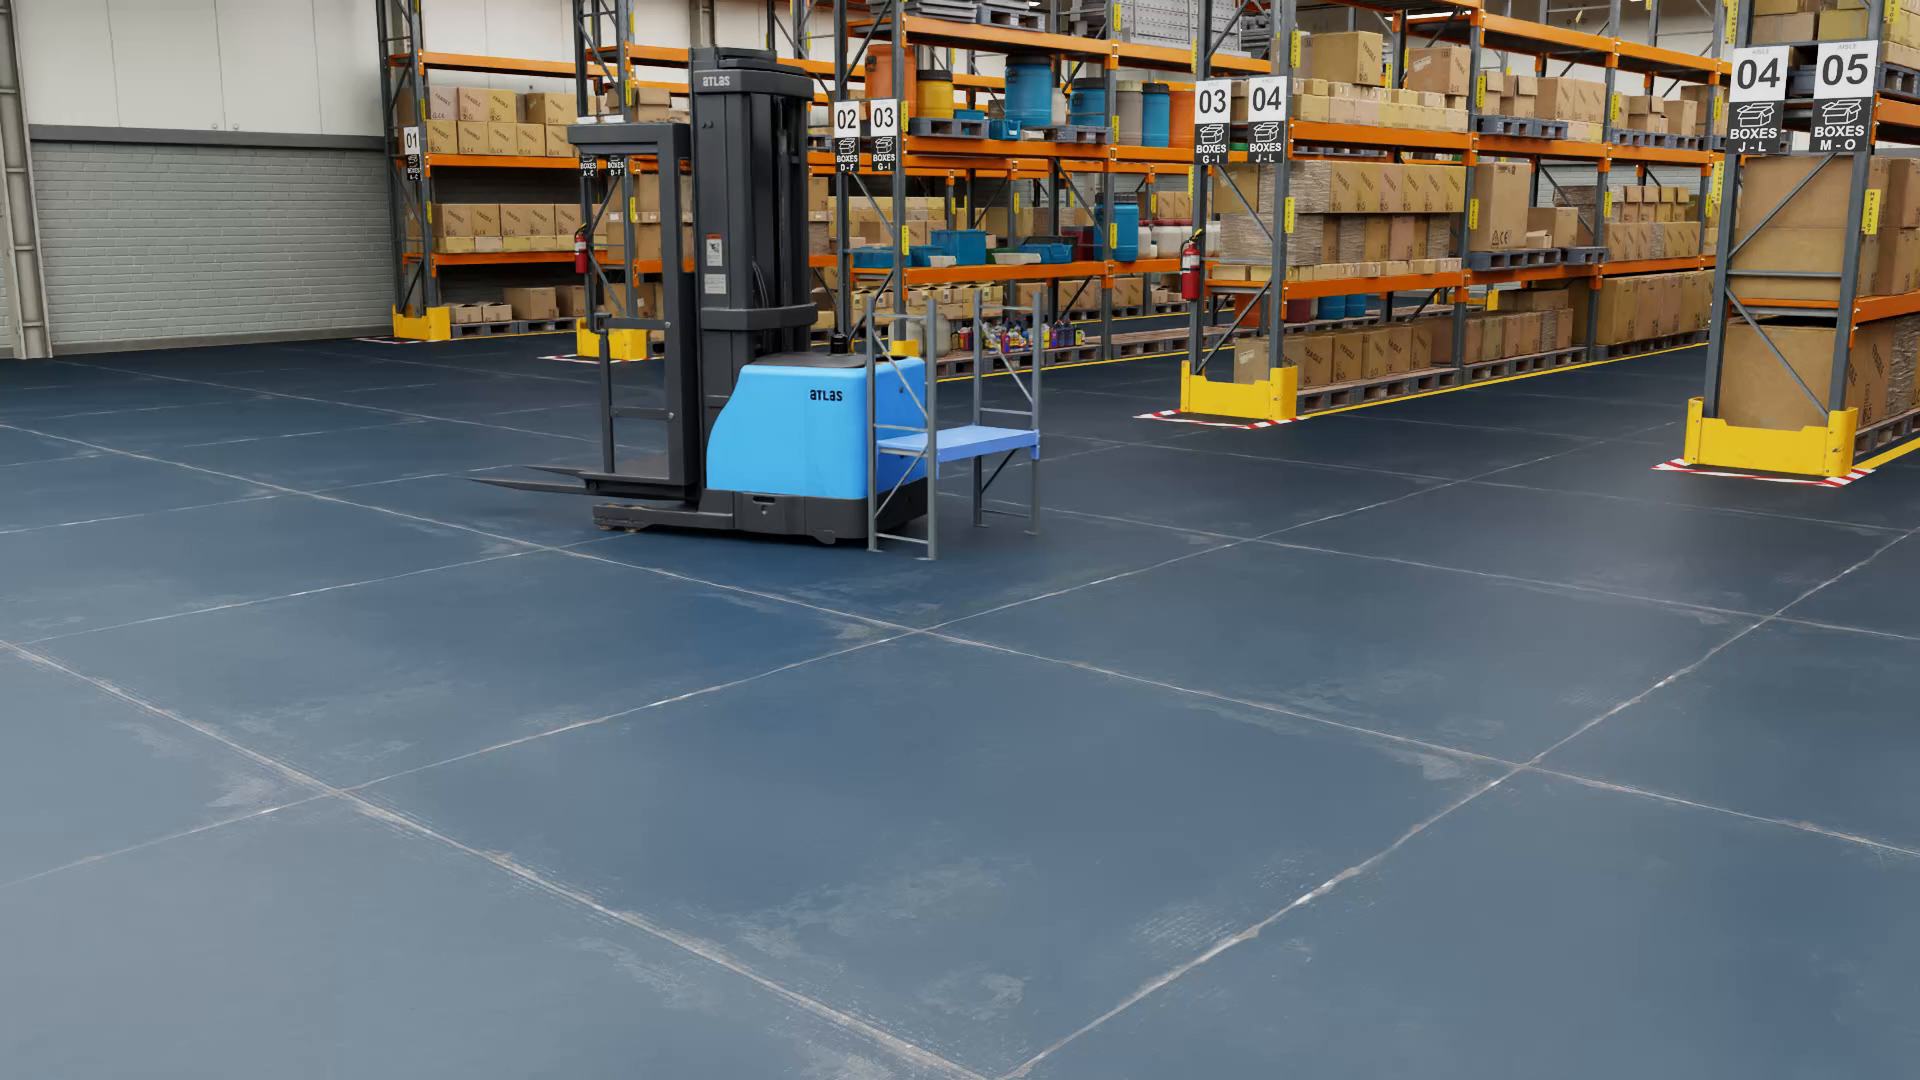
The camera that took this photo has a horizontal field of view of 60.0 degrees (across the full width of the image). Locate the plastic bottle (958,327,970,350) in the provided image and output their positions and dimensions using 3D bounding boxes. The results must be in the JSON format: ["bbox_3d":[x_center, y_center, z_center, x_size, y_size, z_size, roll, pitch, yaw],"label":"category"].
[{"bbox_3d":[0.038,-2.583,21.316,0.152,0.276,0.135,10,15,41],"label":"plastic bottle"}]

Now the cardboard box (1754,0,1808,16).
[{"bbox_3d":[6.315,-4.133,12.866,0.380,0.149,0.250,10,15,41],"label":"cardboard box"}]

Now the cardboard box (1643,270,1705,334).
[{"bbox_3d":[10.202,-3.535,24.603,1.225,0.875,0.875,10,15,41],"label":"cardboard box"}]

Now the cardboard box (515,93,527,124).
[{"bbox_3d":[-7.354,-6.965,26.907,0.500,0.500,0.500,10,15,40],"label":"cardboard box"}]

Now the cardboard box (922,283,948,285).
[{"bbox_3d":[-0.376,-4.176,27.975,0.500,0.311,0.500,9,15,39],"label":"cardboard box"}]

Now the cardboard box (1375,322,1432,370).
[{"bbox_3d":[5.035,-2.217,18.963,0.500,0.500,0.500,9,15,39],"label":"cardboard box"}]

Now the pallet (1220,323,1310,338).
[{"bbox_3d":[4.738,-3.273,26.061,1.003,0.211,1.213,10,15,40],"label":"pallet"}]

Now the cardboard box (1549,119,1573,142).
[{"bbox_3d":[7.189,-5.027,20.444,0.500,0.250,0.500,10,15,42],"label":"cardboard box"}]

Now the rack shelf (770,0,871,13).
[{"bbox_3d":[-1.873,-10.313,32.224,1.077,0.370,4.000,10,15,40],"label":"rack shelf"}]

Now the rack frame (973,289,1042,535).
[{"bbox_3d":[0.291,-0.799,10.380,0.500,1.500,0.032,9,14,37],"label":"rack frame"}]

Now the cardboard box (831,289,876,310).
[{"bbox_3d":[-1.650,-3.733,25.760,0.500,0.311,0.500,10,15,41],"label":"cardboard box"}]

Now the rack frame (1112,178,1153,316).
[{"bbox_3d":[3.171,-5.749,31.336,1.000,3.000,0.127,10,15,40],"label":"rack frame"}]

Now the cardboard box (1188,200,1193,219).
[{"bbox_3d":[4.373,-6.473,32.152,0.500,0.500,0.500,9,15,39],"label":"cardboard box"}]

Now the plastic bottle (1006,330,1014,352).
[{"bbox_3d":[0.625,-2.497,20.898,0.097,0.271,0.097,0,11,0],"label":"plastic bottle"}]

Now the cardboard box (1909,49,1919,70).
[{"bbox_3d":[7.315,-3.769,13.080,0.380,0.149,0.250,10,15,41],"label":"cardboard box"}]

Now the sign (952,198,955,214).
[{"bbox_3d":[-0.139,-6.849,34.090,0.100,0.325,0.005,10,15,40],"label":"sign"}]

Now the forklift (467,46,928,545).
[{"bbox_3d":[-1.773,-1.574,10.609,3.031,2.935,1.130,5,12,22],"label":"forklift"}]

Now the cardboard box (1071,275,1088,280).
[{"bbox_3d":[2.008,-4.920,30.529,0.500,0.250,0.500,10,15,40],"label":"cardboard box"}]

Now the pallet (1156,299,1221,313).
[{"bbox_3d":[4.430,-4.663,33.017,1.003,0.211,1.213,10,15,40],"label":"pallet"}]

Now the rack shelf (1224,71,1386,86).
[{"bbox_3d":[5.569,-7.207,26.176,1.077,0.370,4.000,10,15,40],"label":"rack shelf"}]

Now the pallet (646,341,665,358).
[{"bbox_3d":[-4.277,-2.734,23.360,1.003,0.211,1.213,10,15,40],"label":"pallet"}]

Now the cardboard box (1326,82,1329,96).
[{"bbox_3d":[3.362,-4.384,16.210,0.380,0.149,0.250,9,15,39],"label":"cardboard box"}]

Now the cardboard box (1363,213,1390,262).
[{"bbox_3d":[4.013,-3.203,17.577,0.875,0.500,0.500,10,15,40],"label":"cardboard box"}]

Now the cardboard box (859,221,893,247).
[{"bbox_3d":[-1.243,-4.809,26.377,0.500,0.500,0.500,-11,16,-43],"label":"cardboard box"}]

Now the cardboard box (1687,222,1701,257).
[{"bbox_3d":[10.506,-4.413,24.390,0.500,0.500,0.500,10,15,41],"label":"cardboard box"}]

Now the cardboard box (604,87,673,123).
[{"bbox_3d":[-4.368,-5.864,22.558,0.637,0.503,0.797,-11,16,-44],"label":"cardboard box"}]

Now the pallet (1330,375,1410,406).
[{"bbox_3d":[4.107,-1.639,17.881,1.003,0.211,1.213,10,15,40],"label":"pallet"}]

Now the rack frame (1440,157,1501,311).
[{"bbox_3d":[9.530,-5.696,31.073,1.000,3.000,0.127,10,15,40],"label":"rack frame"}]

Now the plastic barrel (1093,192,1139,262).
[{"bbox_3d":[2.091,-4.194,22.273,0.600,0.901,0.708,10,15,40],"label":"plastic barrel"}]

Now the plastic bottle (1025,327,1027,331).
[{"bbox_3d":[0.869,-2.597,21.368,0.061,0.283,0.133,10,15,40],"label":"plastic bottle"}]

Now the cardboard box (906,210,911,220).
[{"bbox_3d":[-1.335,-6.344,33.249,0.500,0.500,0.500,10,15,40],"label":"cardboard box"}]

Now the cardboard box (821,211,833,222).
[{"bbox_3d":[-2.129,-4.871,25.031,0.380,0.149,0.250,10,15,40],"label":"cardboard box"}]

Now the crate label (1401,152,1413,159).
[{"bbox_3d":[7.429,-6.484,28.032,0.293,0.136,0.466,10,15,40],"label":"crate label"}]

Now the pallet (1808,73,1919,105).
[{"bbox_3d":[7.634,-3.764,13.967,1.003,0.211,1.213,10,15,40],"label":"pallet"}]

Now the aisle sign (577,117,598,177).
[{"bbox_3d":[-5.015,-5.287,22.384,0.394,0.787,0.004,10,15,40],"label":"aisle sign"}]

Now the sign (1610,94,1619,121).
[{"bbox_3d":[8.375,-5.533,21.277,0.100,0.325,0.005,10,15,40],"label":"sign"}]

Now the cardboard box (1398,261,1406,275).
[{"bbox_3d":[4.545,-2.920,17.815,0.380,0.149,0.250,10,15,40],"label":"cardboard box"}]

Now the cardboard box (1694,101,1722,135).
[{"bbox_3d":[11.081,-6.365,25.182,0.700,0.500,0.500,9,14,37],"label":"cardboard box"}]

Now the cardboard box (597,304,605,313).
[{"bbox_3d":[-6.164,-3.956,28.468,0.380,0.166,0.250,7,14,33],"label":"cardboard box"}]

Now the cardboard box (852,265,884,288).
[{"bbox_3d":[-2.026,-5.171,32.861,0.750,0.750,0.750,10,15,40],"label":"cardboard box"}]

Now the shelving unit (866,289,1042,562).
[{"bbox_3d":[-0.023,-0.720,9.989,0.538,1.500,1.048,9,14,37],"label":"shelving unit"}]

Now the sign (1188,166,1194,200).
[{"bbox_3d":[2.285,-3.500,16.311,0.100,0.325,0.005,10,15,40],"label":"sign"}]

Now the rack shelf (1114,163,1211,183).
[{"bbox_3d":[4.491,-7.161,32.586,1.077,0.370,4.000,10,15,40],"label":"rack shelf"}]

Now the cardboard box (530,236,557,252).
[{"bbox_3d":[-6.905,-4.817,27.001,0.500,0.250,0.500,10,15,41],"label":"cardboard box"}]

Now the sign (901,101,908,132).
[{"bbox_3d":[-0.622,-4.746,18.634,0.100,0.325,0.005,10,15,40],"label":"sign"}]

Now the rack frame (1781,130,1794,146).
[{"bbox_3d":[13.250,-7.998,27.280,1.000,3.000,0.127,10,15,40],"label":"rack frame"}]

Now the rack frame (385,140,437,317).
[{"bbox_3d":[-8.474,-4.623,25.701,1.000,3.000,0.127,10,15,40],"label":"rack frame"}]

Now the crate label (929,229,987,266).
[{"bbox_3d":[-0.020,-3.666,20.815,0.502,0.435,0.616,10,15,40],"label":"crate label"}]

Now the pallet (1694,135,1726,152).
[{"bbox_3d":[11.158,-6.014,25.232,1.003,0.211,1.213,10,15,40],"label":"pallet"}]

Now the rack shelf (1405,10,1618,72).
[{"bbox_3d":[6.649,-5.978,20.023,1.077,0.370,4.000,10,15,40],"label":"rack shelf"}]

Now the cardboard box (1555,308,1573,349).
[{"bbox_3d":[7.542,-2.768,21.670,0.700,0.500,0.500,9,14,37],"label":"cardboard box"}]

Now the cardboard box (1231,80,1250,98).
[{"bbox_3d":[2.637,-4.376,16.170,0.380,0.149,0.250,10,15,40],"label":"cardboard box"}]

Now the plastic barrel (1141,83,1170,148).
[{"bbox_3d":[2.644,-5.943,23.370,0.600,0.901,0.708,10,15,40],"label":"plastic barrel"}]

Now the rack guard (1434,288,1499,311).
[{"bbox_3d":[9.536,-4.476,31.344,1.175,0.500,0.348,10,15,40],"label":"rack guard"}]
